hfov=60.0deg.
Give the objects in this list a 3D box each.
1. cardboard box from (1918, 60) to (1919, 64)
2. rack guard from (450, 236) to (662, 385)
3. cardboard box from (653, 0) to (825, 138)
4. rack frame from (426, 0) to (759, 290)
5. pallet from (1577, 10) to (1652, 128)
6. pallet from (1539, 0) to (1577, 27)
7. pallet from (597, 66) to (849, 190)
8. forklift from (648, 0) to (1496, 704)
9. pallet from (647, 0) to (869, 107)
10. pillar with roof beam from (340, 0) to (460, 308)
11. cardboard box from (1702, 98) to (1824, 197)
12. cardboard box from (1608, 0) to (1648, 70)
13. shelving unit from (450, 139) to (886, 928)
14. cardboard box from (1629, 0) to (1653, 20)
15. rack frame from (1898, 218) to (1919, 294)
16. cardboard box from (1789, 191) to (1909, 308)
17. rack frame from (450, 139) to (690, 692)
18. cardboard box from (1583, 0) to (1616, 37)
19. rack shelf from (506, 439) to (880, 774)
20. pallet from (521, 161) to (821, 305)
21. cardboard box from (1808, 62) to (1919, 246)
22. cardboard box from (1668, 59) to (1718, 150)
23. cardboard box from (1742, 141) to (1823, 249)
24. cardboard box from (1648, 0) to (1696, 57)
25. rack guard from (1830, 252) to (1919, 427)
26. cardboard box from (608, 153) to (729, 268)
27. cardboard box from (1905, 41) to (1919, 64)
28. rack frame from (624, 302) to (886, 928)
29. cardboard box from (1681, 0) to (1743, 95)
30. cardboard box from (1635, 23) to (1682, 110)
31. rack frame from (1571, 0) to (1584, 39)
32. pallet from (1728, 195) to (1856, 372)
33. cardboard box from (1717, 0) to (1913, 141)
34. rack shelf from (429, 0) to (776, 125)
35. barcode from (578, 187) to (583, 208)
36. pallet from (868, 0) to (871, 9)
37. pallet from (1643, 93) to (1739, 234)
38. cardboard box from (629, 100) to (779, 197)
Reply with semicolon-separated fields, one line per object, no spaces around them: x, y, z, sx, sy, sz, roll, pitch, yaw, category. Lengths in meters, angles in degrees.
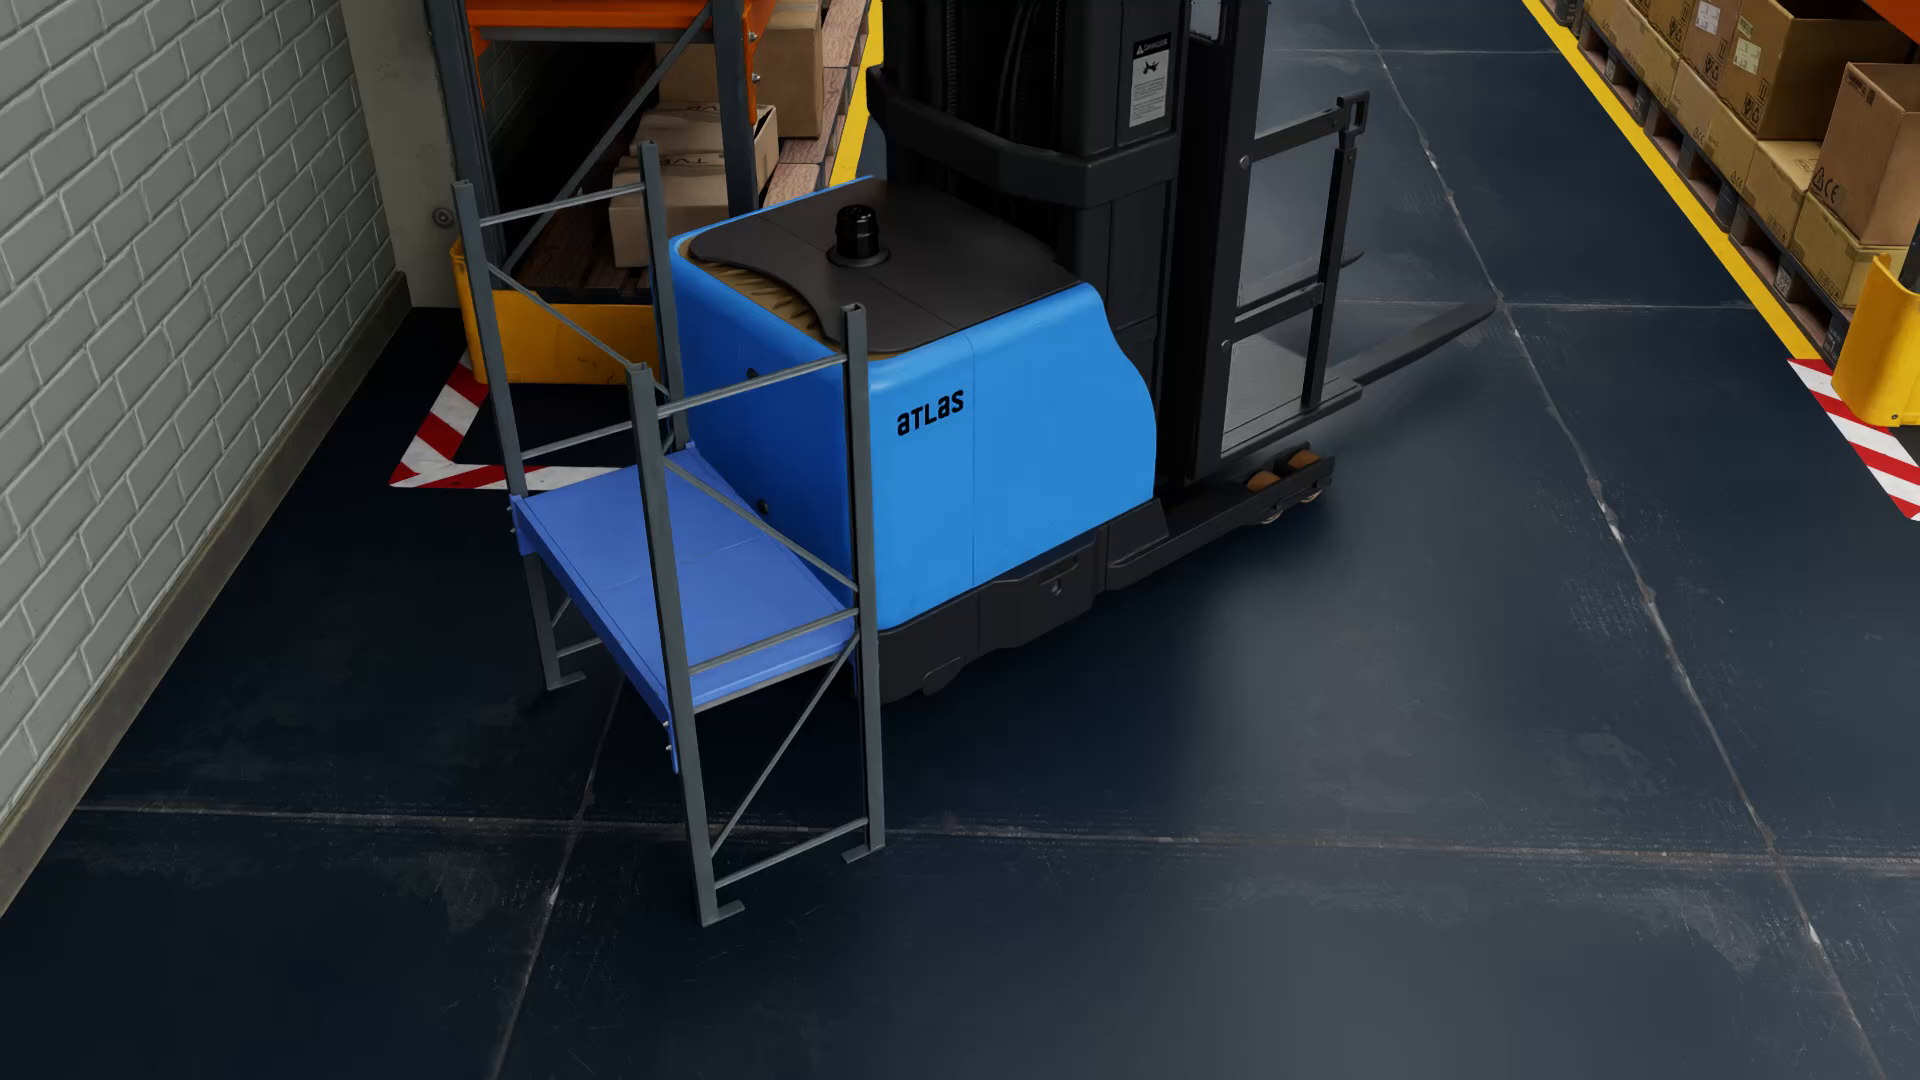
4.012;-1.669;6.391;0.500;0.500;0.500;1;35;2;cardboard box
-1.197;-0.859;6.037;1.175;0.500;0.348;1;35;2;rack guard
-0.980;-2.138;7.475;0.700;0.500;0.500;-1;35;-1;cardboard box
-1.200;-1.838;5.256;1.000;3.000;0.127;1;35;2;rack frame
3.837;-2.427;8.519;1.003;0.211;1.213;1;35;2;pallet
3.901;-3.307;9.772;1.003;0.211;1.213;1;35;2;pallet
-1.077;-1.906;7.778;1.003;0.211;1.213;1;35;2;pallet
0.587;-1.460;4.779;3.031;2.935;1.130;-26;42;-32;forklift
-1.031;-2.608;8.778;1.003;0.211;1.213;1;35;2;pallet
2.265;-4.615;3.990;9.100;9.000;0.400;1;35;2;pillar with roof beam
3.503;-1.662;7.032;0.500;0.250;0.500;1;35;2;cardboard box
3.564;-2.524;8.259;0.500;0.250;0.500;1;35;2;cardboard box
-0.677;-0.025;3.981;0.538;1.500;1.048;-20;40;-26;shelving unit
3.567;-2.831;8.043;0.500;0.500;0.500;1;35;2;cardboard box
3.750;-1.725;5.096;1.000;3.000;0.127;1;35;2;rack frame
3.476;-1.087;6.214;0.500;0.250;0.500;1;35;2;cardboard box
-0.947;-0.273;4.334;0.500;1.500;0.032;-20;40;-26;rack frame
3.589;-2.811;8.667;0.500;0.250;0.500;1;35;2;cardboard box
-0.677;0.122;4.085;0.538;0.185;1.000;-20;40;-26;rack shelf
-1.129;-1.206;6.783;1.003;0.211;1.213;1;35;2;pallet
3.474;-1.394;5.999;0.500;0.500;0.500;1;35;2;cardboard box
3.524;-1.949;7.441;0.500;0.250;0.500;1;35;2;cardboard box
3.484;-1.375;6.624;0.500;0.250;0.500;1;35;2;cardboard box
3.539;-2.544;7.634;0.500;0.500;0.500;1;35;2;cardboard box
3.749;-0.689;5.796;1.175;0.500;0.348;1;35;2;rack guard
-1.082;-1.313;6.465;0.500;0.311;0.500;-2;35;-3;cardboard box
4.019;-1.957;6.800;0.500;0.500;0.500;1;35;2;cardboard box
-0.406;0.222;3.629;0.500;1.500;0.032;-20;40;-26;rack frame
3.521;-2.256;7.226;0.500;0.500;0.500;1;35;2;cardboard box
3.539;-2.237;7.850;0.500;0.250;0.500;1;35;2;cardboard box
3.911;-4.024;8.366;1.000;3.000;0.127;1;35;2;rack frame
3.739;-1.025;6.525;1.003;0.211;1.213;1;35;2;pallet
3.500;-1.969;6.817;0.500;0.500;0.500;1;35;2;cardboard box
-1.120;-2.692;7.098;1.077;0.370;4.000;1;35;2;rack shelf
-1.481;-1.336;6.491;0.001;0.075;0.075;1;35;2;barcode
-1.009;-3.442;9.964;1.003;0.211;1.213;1;35;2;pallet
3.791;-1.724;7.519;1.003;0.211;1.213;1;35;2;pallet
-1.059;-1.641;6.932;0.500;0.311;0.500;4;35;6;cardboard box
